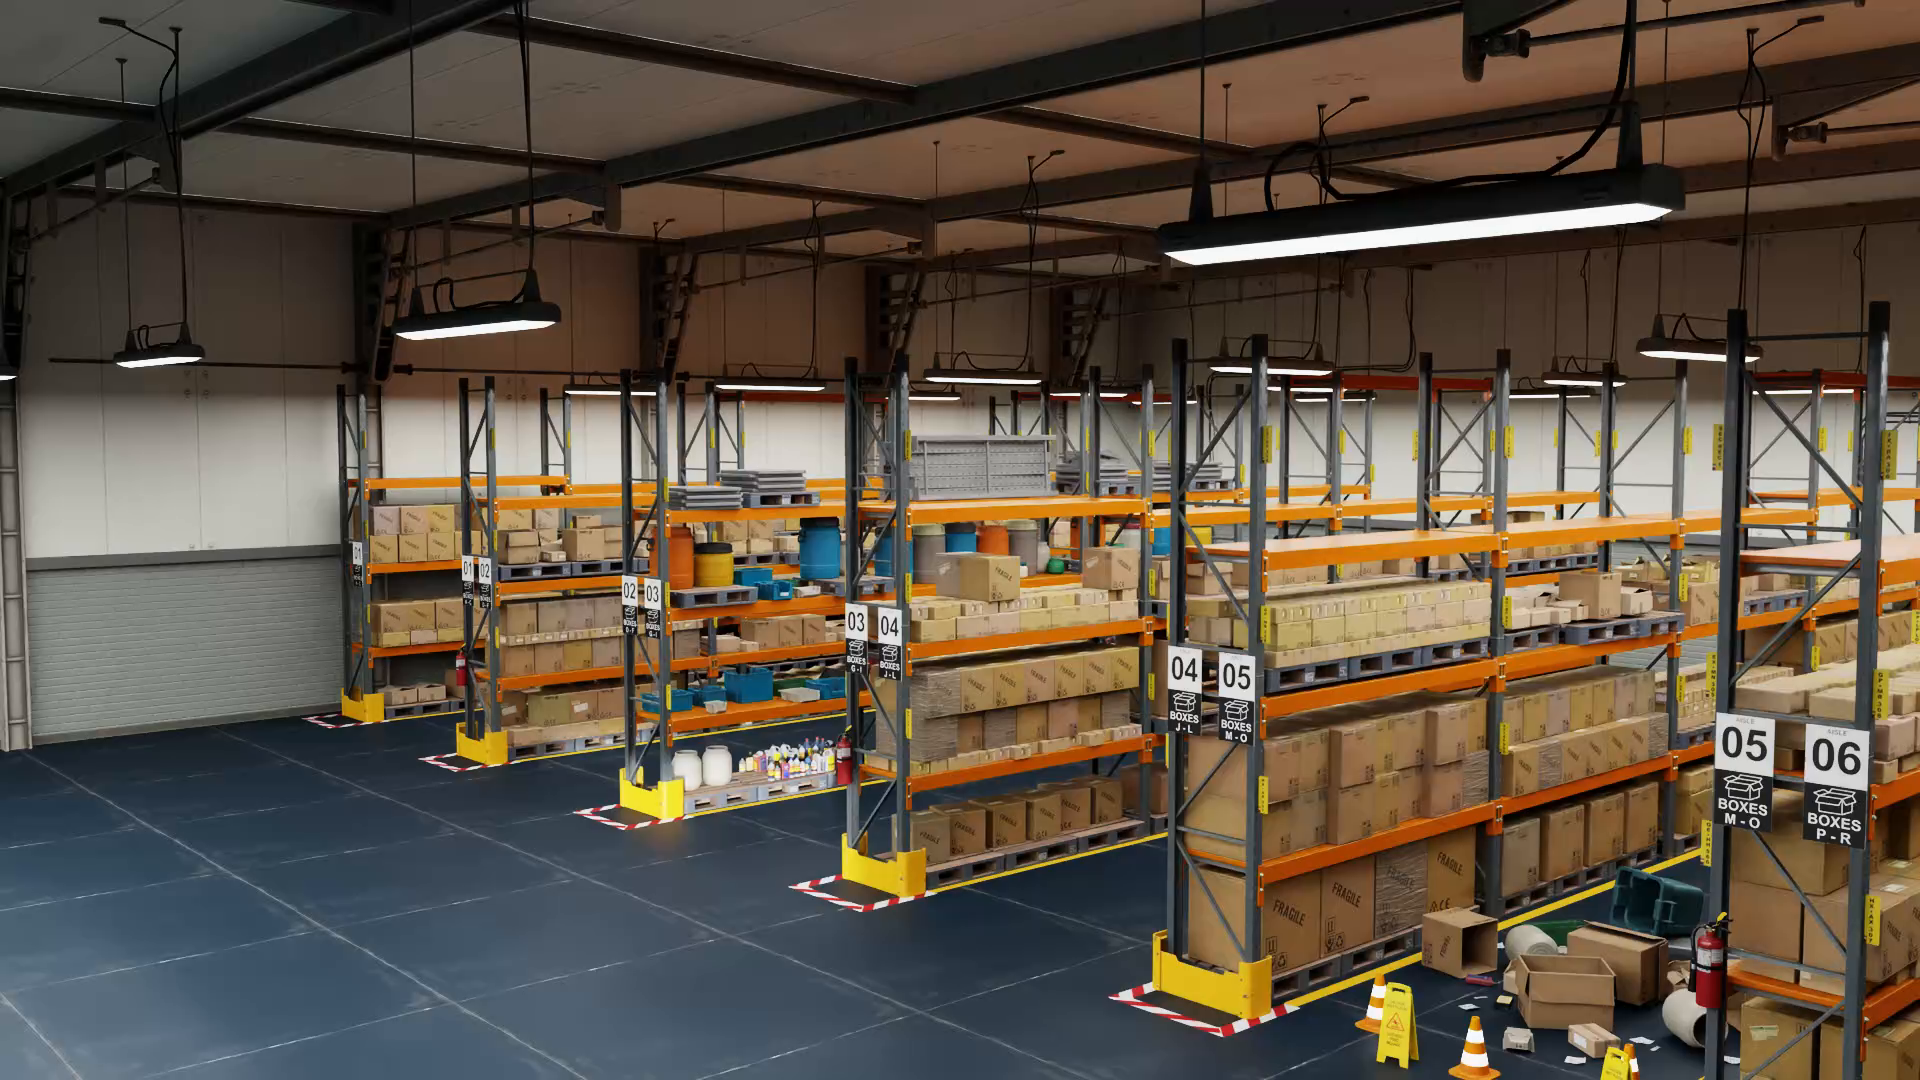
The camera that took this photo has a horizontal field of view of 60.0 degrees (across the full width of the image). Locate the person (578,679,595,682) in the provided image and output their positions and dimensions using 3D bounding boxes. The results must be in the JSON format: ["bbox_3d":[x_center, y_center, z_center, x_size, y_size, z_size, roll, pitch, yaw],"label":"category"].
[{"bbox_3d":[-6.577,2.449,29.111,0.600,1.614,0.919,3,5,37],"label":"person"}]
